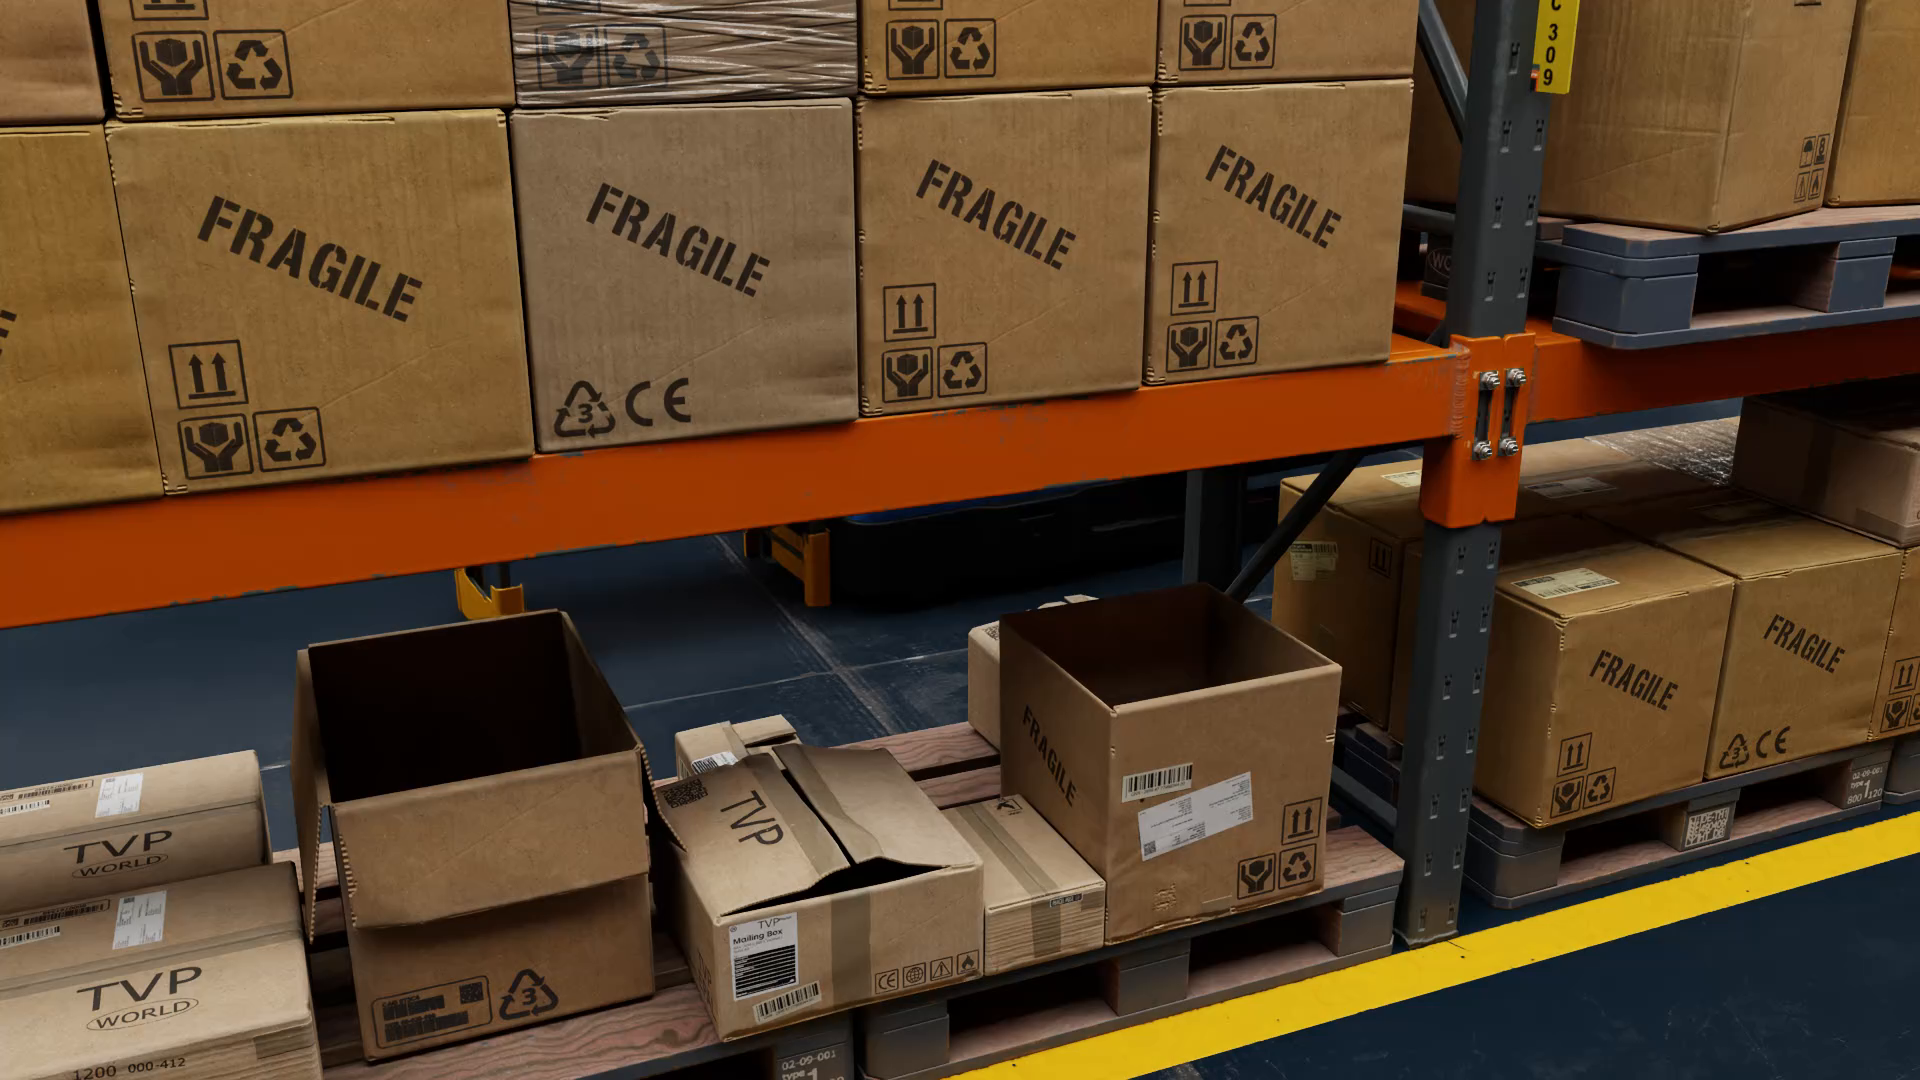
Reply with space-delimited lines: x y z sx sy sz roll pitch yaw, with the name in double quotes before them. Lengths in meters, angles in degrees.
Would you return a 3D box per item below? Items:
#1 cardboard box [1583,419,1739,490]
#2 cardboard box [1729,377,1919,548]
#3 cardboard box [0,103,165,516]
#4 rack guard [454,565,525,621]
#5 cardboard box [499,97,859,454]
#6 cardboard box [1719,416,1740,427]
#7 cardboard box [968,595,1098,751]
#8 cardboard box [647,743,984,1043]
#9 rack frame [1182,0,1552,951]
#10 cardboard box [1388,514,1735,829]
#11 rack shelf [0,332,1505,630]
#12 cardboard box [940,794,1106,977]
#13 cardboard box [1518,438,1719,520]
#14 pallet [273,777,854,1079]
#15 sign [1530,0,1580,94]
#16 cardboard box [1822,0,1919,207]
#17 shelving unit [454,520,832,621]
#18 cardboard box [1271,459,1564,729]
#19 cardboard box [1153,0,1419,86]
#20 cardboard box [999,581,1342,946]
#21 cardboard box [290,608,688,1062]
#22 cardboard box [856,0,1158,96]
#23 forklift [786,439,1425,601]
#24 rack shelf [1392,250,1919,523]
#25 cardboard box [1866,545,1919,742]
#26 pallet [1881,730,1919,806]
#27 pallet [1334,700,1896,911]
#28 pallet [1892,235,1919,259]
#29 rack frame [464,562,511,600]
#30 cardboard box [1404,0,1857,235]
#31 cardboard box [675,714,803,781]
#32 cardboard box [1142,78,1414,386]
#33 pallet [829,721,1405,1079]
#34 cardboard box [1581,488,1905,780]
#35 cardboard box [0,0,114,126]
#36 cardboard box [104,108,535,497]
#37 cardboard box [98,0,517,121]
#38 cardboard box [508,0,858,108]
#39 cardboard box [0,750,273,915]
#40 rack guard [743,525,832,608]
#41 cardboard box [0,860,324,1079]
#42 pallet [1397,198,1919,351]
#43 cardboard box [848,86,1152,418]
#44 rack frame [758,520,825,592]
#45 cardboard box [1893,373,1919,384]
"cardboard box" 2.075 -0.011 4.637 0.500 0.500 0.500 -8 21 -21
"cardboard box" 2.276 -0.205 4.059 0.500 0.250 0.500 -8 21 -22
"cardboard box" -1.410 -0.335 2.307 0.500 0.500 0.500 -8 21 -22
"rack guard" -1.459 0.175 5.149 0.087 0.250 0.587 -11 22 -27
"cardboard box" -0.484 -0.468 2.685 0.500 0.500 0.500 -8 21 -21
"cardboard box" 2.541 -0.078 4.829 0.500 0.500 0.500 -9 21 -24
"cardboard box" 0.346 0.348 3.902 0.500 0.311 0.500 -8 21 -22
"cardboard box" -0.282 0.619 3.133 0.500 0.311 0.500 -8 21 -22
"rack frame" 0.817 -0.702 3.498 0.127 3.000 1.000 -8 21 -22
"cardboard box" 1.358 0.281 3.810 0.500 0.500 0.500 -9 21 -24
"rack shelf" -1.019 -0.099 2.870 4.000 0.370 1.077 -8 21 -22
"cardboard box" 0.086 0.665 3.248 0.250 0.149 0.380 -8 21 -22
"cardboard box" 1.614 0.055 4.450 0.500 0.500 0.500 -8 21 -22
"pallet" -0.936 0.866 3.246 1.213 0.211 1.003 -8 21 -22
"sign" 1.039 -0.945 2.887 0.005 0.325 0.100 -8 21 -22
"cardboard box" 1.947 -1.051 3.707 0.500 0.500 0.700 -5 20 -13
"shelving unit" -1.024 -0.495 5.171 1.083 1.500 0.587 -11 22 -27
"cardboard box" 1.157 0.118 4.273 0.500 0.500 0.500 -8 21 -22
"cardboard box" 0.455 -1.075 2.902 0.500 0.500 0.500 -8 21 -22
"cardboard box" 0.406 0.431 3.381 0.500 0.500 0.500 -8 21 -22
"cardboard box" -0.906 0.517 3.133 0.637 0.503 0.797 -8 21 -22
"cardboard box" -0.014 -1.007 2.708 0.500 0.500 0.500 -9 21 -23
"forklift" 0.748 -1.521 5.929 3.031 2.935 1.130 -11 22 -27
"rack shelf" 2.653 -0.625 4.365 4.000 0.370 1.077 -8 21 -22
"cardboard box" 2.305 0.144 4.199 0.500 0.500 0.500 -8 21 -21
"pallet" 2.671 0.333 4.757 1.213 0.211 1.003 -8 21 -22
"pallet" 1.549 0.495 4.298 1.213 0.211 1.003 -8 21 -22
"pallet" 2.706 -0.880 4.294 1.213 0.211 1.003 -8 21 -22
"rack frame" -1.460 -0.415 4.941 0.032 1.500 0.500 -11 22 -27
"cardboard box" 1.341 -0.941 3.395 0.500 0.500 0.700 -17 26 -40
"cardboard box" -0.444 0.533 3.594 0.250 0.166 0.380 -8 21 -22
"cardboard box" 0.460 -0.605 3.072 0.500 0.500 0.500 -8 21 -21
"pallet" 0.186 0.704 3.705 1.213 0.211 1.003 -8 21 -22
"cardboard box" 1.843 0.207 4.019 0.500 0.500 0.500 -8 21 -21
"cardboard box" -1.406 -0.807 2.143 0.500 0.500 0.500 -8 21 -21
"cardboard box" -0.951 -0.400 2.492 0.500 0.500 0.500 -8 21 -21
"cardboard box" -0.939 -0.875 2.333 0.500 0.500 0.500 -8 21 -22
"cardboard box" -0.477 -0.940 2.520 0.500 0.500 0.500 -8 21 -21
"cardboard box" -1.570 0.652 3.133 0.500 0.250 0.500 -8 21 -22
"rack guard" -0.589 0.014 5.607 0.087 0.250 0.587 -11 22 -27
"cardboard box" -1.326 0.798 2.718 0.500 0.250 0.500 -8 21 -22
"pallet" 1.594 -0.683 3.734 1.213 0.211 1.003 -8 21 -22
"cardboard box" -0.013 -0.536 2.879 0.500 0.500 0.500 -8 21 -20
"rack frame" -0.572 -0.579 5.409 0.032 1.500 0.500 -11 22 -27
"cardboard box" 2.736 -0.271 4.247 0.500 0.250 0.500 -9 21 -23
